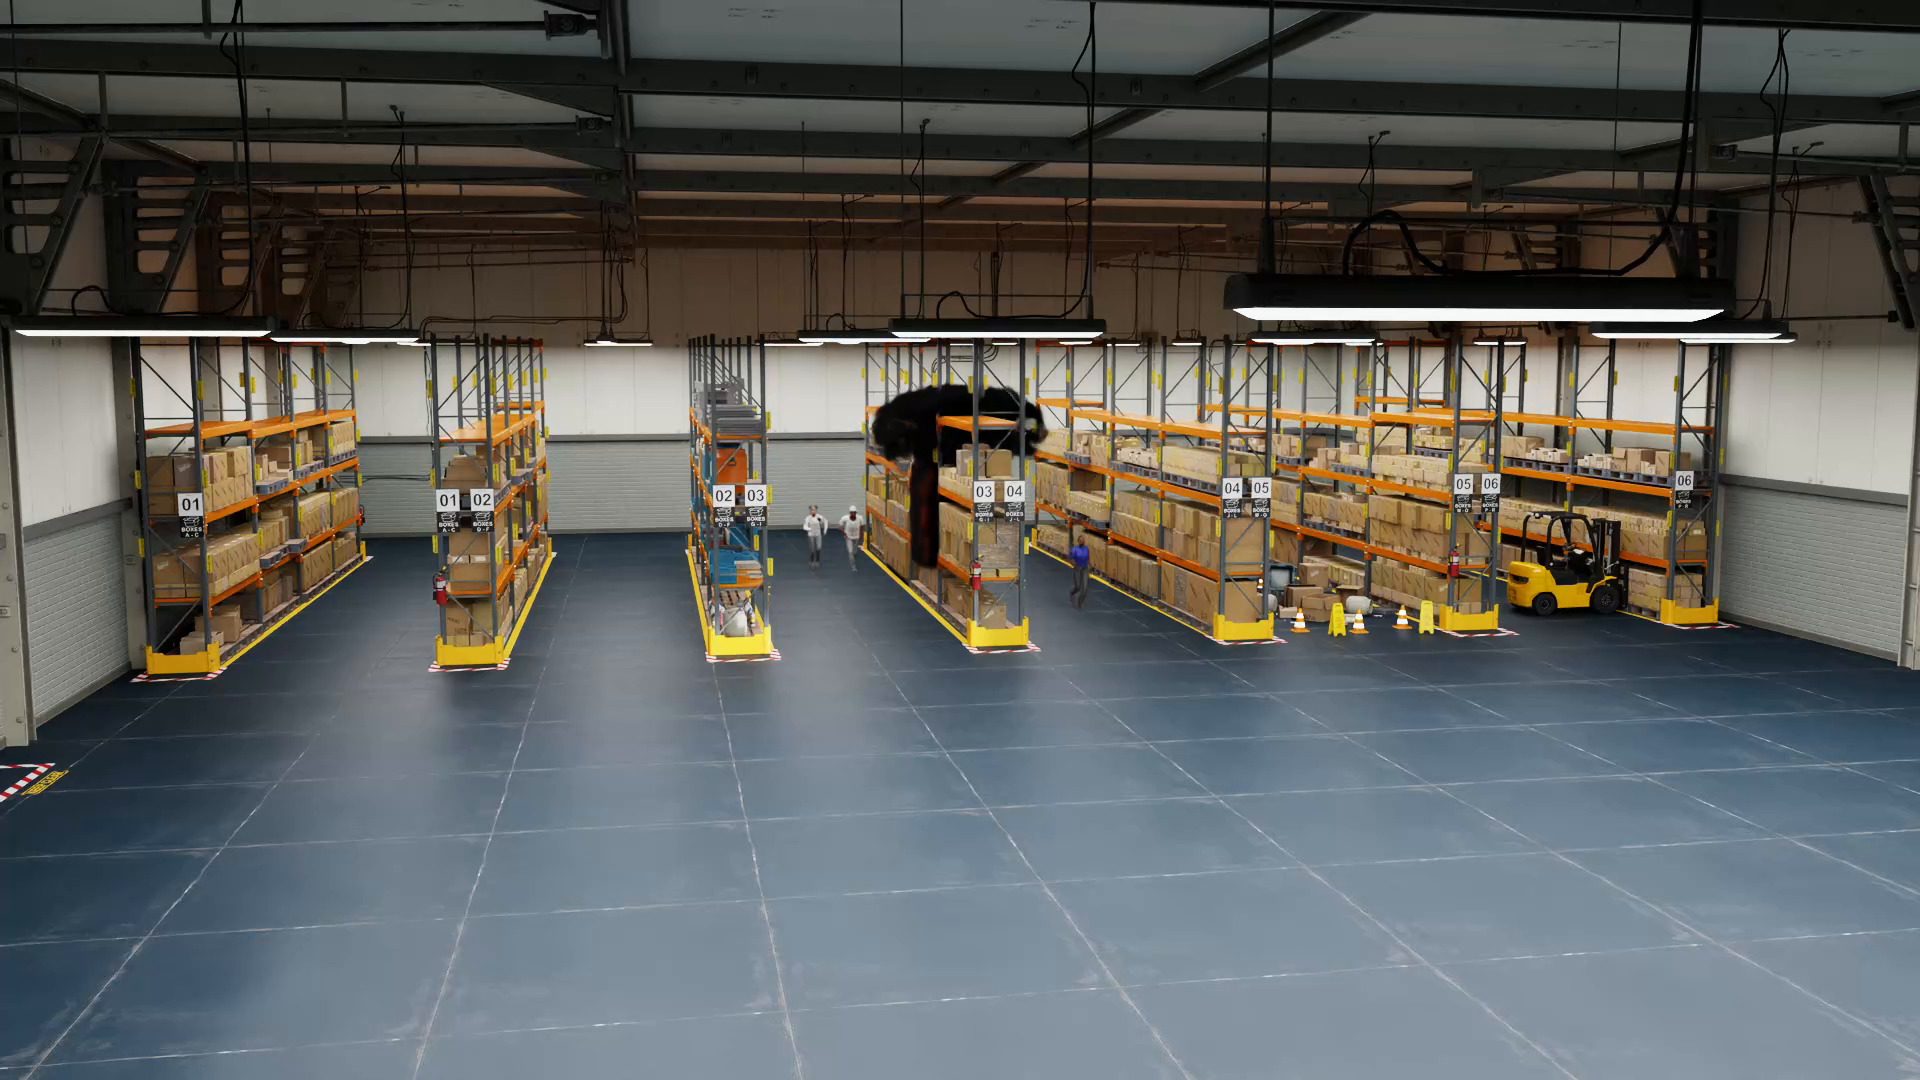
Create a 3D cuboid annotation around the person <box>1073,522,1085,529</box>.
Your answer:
[{"bbox_3d":[3.522,-0.813,49.681,0.796,1.733,0.707,6,9,41],"label":"person"}]

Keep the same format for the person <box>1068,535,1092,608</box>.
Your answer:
[{"bbox_3d":[2.672,0.693,36.964,0.563,1.609,0.588,-2,7,-20],"label":"person"}]

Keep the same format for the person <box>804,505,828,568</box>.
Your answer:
[{"bbox_3d":[-3.774,-0.102,43.476,0.625,1.659,0.822,-1,7,-4],"label":"person"}]

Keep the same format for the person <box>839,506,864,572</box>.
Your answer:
[{"bbox_3d":[-2.814,-0.053,43.171,0.673,1.707,0.872,-1,7,-8],"label":"person"}]
